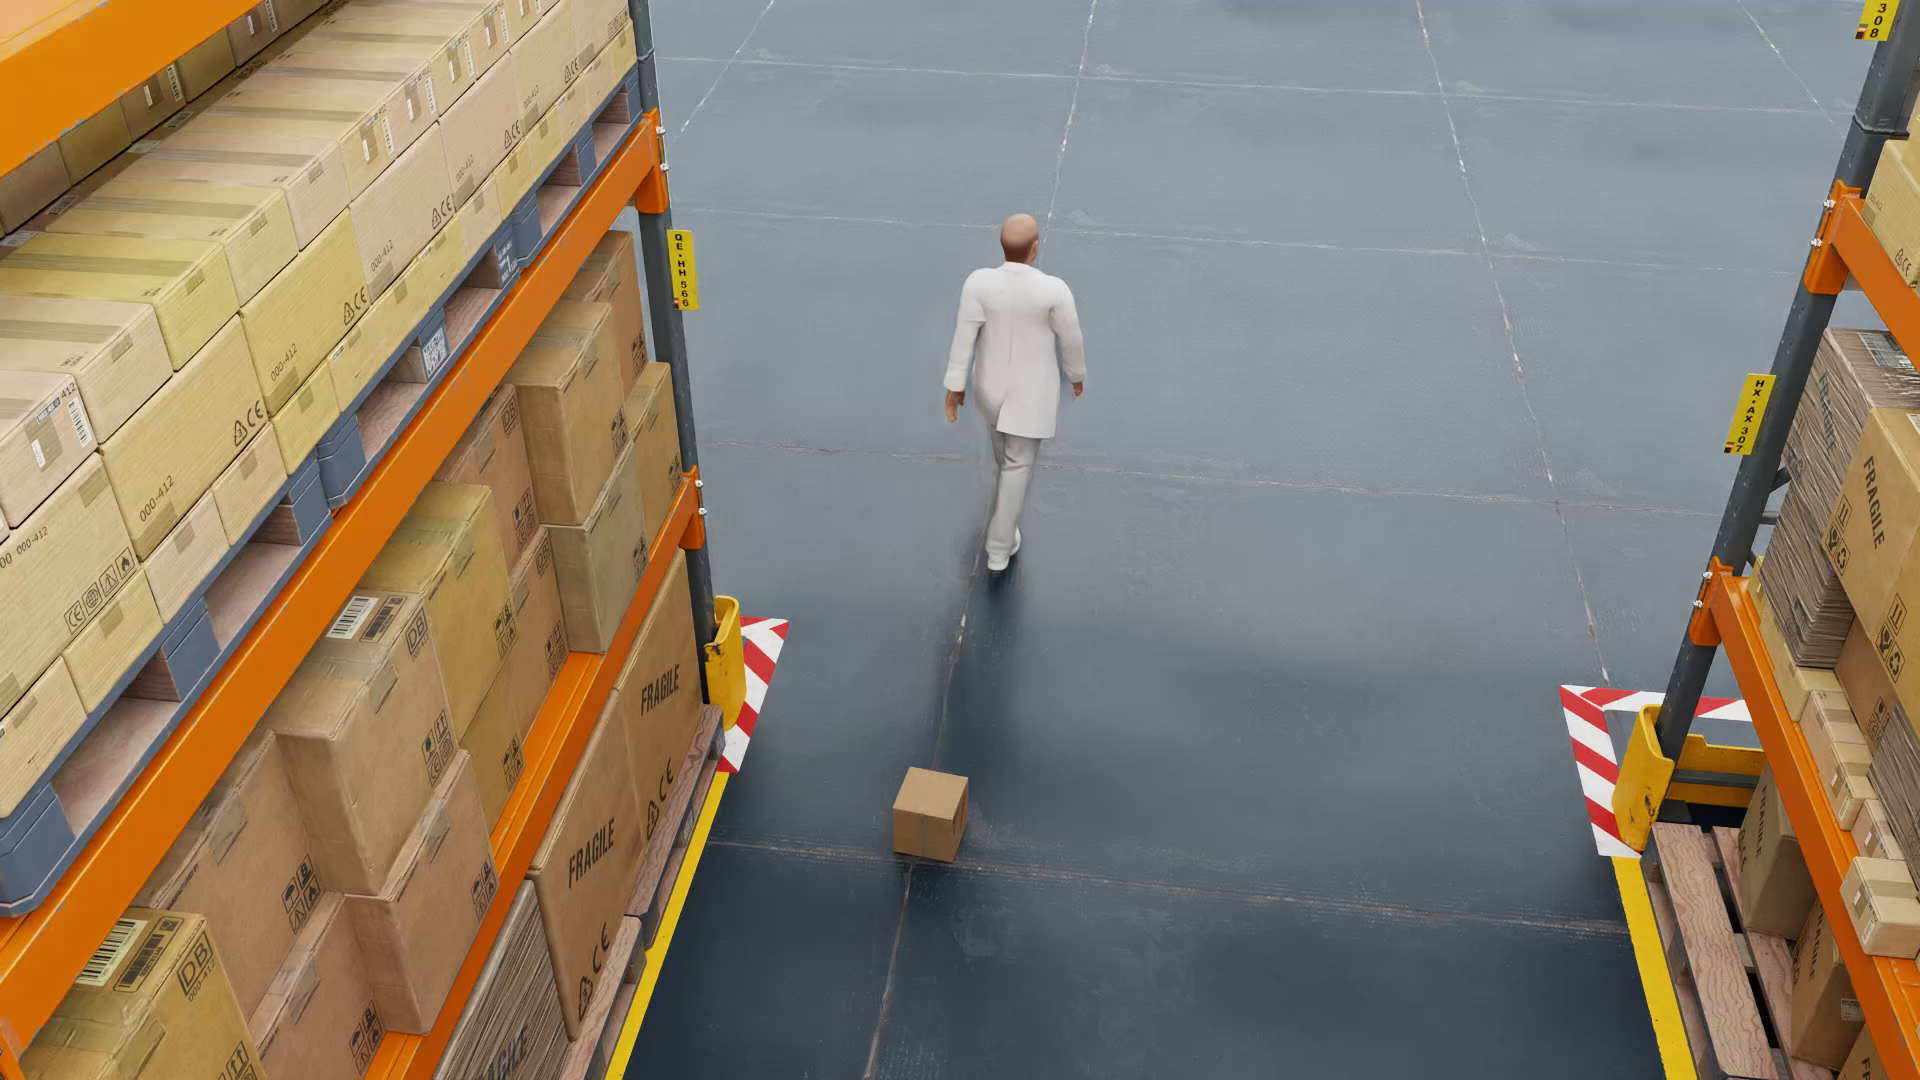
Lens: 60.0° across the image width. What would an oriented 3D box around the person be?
[{"bbox_3d":[0.298,-0.829,8.199,0.636,1.713,1.131,11,37,15],"label":"person"}]
